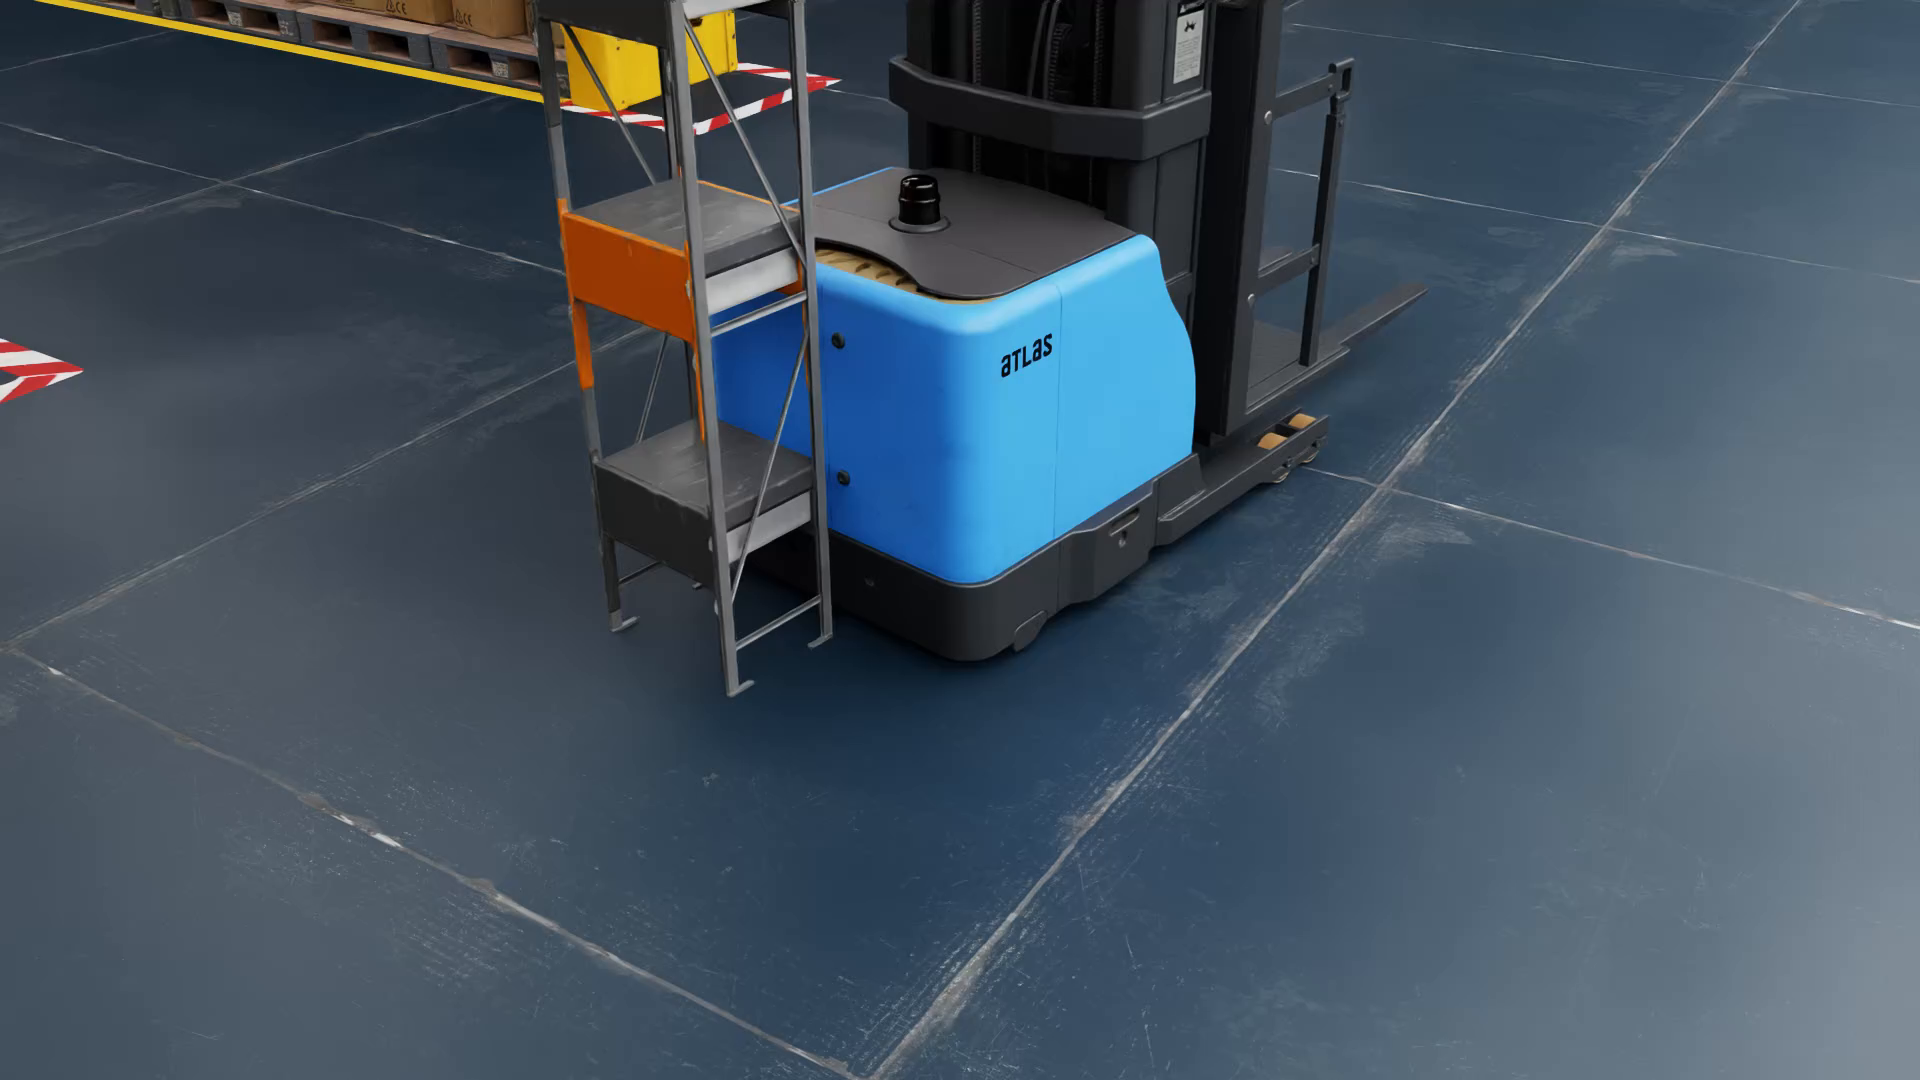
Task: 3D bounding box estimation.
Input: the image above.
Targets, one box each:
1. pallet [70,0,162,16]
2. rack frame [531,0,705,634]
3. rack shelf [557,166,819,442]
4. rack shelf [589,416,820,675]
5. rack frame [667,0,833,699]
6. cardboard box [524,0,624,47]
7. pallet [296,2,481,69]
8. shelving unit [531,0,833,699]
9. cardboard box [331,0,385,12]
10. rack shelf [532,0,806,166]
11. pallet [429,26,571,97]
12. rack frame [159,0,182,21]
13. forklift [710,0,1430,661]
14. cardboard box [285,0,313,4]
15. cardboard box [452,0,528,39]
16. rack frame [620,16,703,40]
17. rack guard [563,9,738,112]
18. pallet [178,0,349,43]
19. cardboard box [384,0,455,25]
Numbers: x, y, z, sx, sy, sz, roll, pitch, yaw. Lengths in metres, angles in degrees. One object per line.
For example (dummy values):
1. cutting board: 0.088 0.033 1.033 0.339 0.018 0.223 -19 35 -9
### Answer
1. pallet: -5.780 -4.052 11.987 1.213 0.211 1.003 18 35 27
2. rack frame: -0.872 -0.714 4.390 0.015 2.100 0.400 23 37 34
3. rack shelf: -0.686 -0.623 4.261 0.480 0.518 0.431 23 37 34
4. rack shelf: -0.686 -0.018 4.614 0.480 0.518 0.431 23 37 34
5. rack frame: -0.499 -0.555 4.118 0.015 2.100 0.400 23 37 34
6. cardboard box: -2.252 -3.254 9.914 0.500 0.500 0.500 25 39 36
7. pallet: -3.495 -3.353 10.788 1.213 0.211 1.003 18 35 27
8. shelving unit: -0.686 -0.635 4.254 0.503 2.100 0.431 23 37 34
9. cardboard box: -3.745 -3.743 10.754 0.500 0.500 0.500 14 33 23
10. rack shelf: -0.686 -1.227 3.908 0.480 0.518 0.431 23 37 34
11. pallet: -2.465 -3.026 10.227 1.213 0.211 1.003 18 35 27
12. rack frame: -5.120 -5.049 10.928 0.127 3.000 1.000 18 35 27
13. forklift: 0.612 -1.603 5.089 1.130 2.935 3.031 23 37 34
14. cardboard box: -4.313 -3.876 10.981 0.500 0.500 0.500 -23 37 -33
15. cardboard box: -2.776 -3.399 10.163 0.500 0.500 0.500 -25 38 -36
16. rack frame: -1.732 -3.977 9.091 0.127 3.000 1.000 18 35 27
17. rack guard: -1.796 -2.918 9.756 0.348 0.500 1.175 18 35 27
18. pallet: -4.532 -3.680 11.348 1.213 0.211 1.003 18 35 27
19. cardboard box: -3.296 -3.575 10.465 0.500 0.500 0.500 21 36 32
